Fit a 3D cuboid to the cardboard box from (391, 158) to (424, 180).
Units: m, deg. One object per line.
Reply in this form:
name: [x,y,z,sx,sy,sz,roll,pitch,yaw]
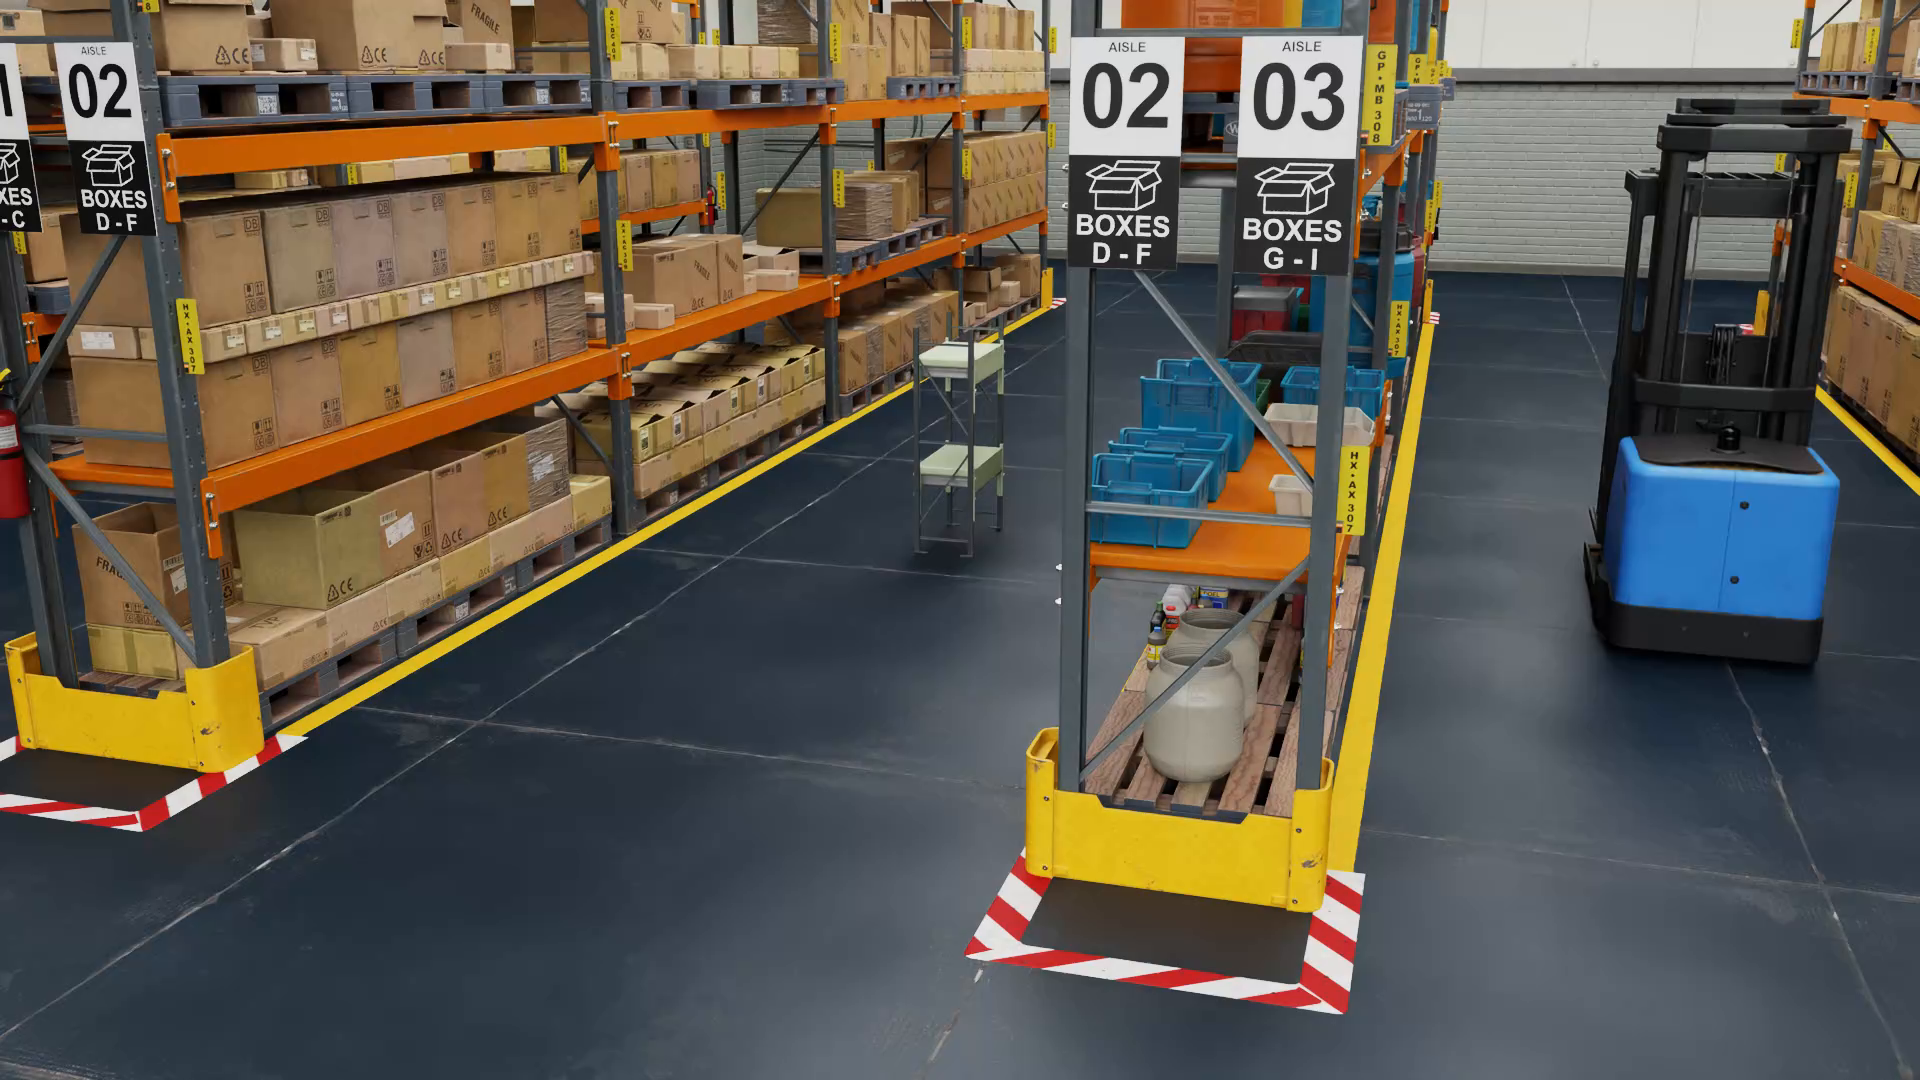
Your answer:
cardboard box: [-5.818,-3.750,16.913,0.500,0.250,0.500,4,16,15]

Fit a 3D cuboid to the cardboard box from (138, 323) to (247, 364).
cardboard box: [-3.551,-0.919,7.699,0.380,0.149,0.250,5,16,15]

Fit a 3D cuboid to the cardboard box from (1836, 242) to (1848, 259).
cardboard box: [8.810,-2.827,16.260,0.380,0.149,0.250,5,17,16]

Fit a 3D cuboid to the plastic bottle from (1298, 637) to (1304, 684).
plastic bottle: [1.693,0.563,8.040,0.097,0.271,0.097,0,16,0]

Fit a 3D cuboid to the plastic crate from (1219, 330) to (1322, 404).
plastic crate: [1.745,-0.977,9.391,0.767,0.338,0.504,5,16,16]

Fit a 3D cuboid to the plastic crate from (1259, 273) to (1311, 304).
plastic crate: [2.400,-1.812,12.104,0.402,0.464,0.583,5,16,16]

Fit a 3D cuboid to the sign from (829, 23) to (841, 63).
sign: [-1.066,-4.250,14.228,0.100,0.325,0.005,5,16,16]

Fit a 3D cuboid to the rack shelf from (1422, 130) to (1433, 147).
rack shelf: [3.721,-3.801,15.054,1.077,0.370,4.000,5,16,16]

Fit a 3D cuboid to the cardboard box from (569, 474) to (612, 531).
cardboard box: [-2.655,-0.260,11.019,0.500,0.250,0.500,5,16,16]

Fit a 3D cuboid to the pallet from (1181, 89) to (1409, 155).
pallet: [1.208,-1.649,6.494,1.003,0.211,1.213,5,16,16]

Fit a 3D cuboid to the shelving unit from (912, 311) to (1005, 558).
shelving unit: [-0.002,-0.720,11.119,0.431,1.500,0.755,5,16,16]

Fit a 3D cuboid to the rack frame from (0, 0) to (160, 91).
rack frame: [-3.869,-3.359,6.680,1.000,3.000,0.127,5,16,16]

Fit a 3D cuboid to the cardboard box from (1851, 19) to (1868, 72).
cardboard box: [9.360,-4.934,16.595,0.700,0.500,0.500,6,17,19]

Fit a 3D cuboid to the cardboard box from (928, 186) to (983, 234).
cardboard box: [-0.053,-3.772,18.949,0.500,0.500,0.500,5,17,17]

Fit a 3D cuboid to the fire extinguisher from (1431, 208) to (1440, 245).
fire extinguisher: [5.904,-4.061,20.975,0.296,0.674,0.183,5,16,16]

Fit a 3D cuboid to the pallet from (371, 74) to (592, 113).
pallet: [-2.950,-2.694,9.997,1.003,0.211,1.213,5,16,16]

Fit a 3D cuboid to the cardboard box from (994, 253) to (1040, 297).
cardboard box: [0.759,-3.506,21.969,0.500,0.500,0.500,5,16,16]

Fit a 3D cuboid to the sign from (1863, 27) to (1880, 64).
sign: [8.505,-4.615,15.515,0.100,0.325,0.005,5,16,16]

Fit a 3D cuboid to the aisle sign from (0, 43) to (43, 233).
aisle sign: [-4.170,-1.729,7.164,0.394,0.787,0.004,5,16,16]

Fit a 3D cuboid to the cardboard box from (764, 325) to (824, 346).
cardboard box: [-1.555,-1.838,16.086,0.500,0.500,0.500,5,17,18]

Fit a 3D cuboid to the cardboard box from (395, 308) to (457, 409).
cardboard box: [-3.287,-1.047,9.341,0.700,0.500,0.500,5,17,18]

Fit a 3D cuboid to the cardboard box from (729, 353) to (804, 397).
cardboard box: [-1.650,-1.422,14.087,0.500,0.311,0.500,4,16,15]

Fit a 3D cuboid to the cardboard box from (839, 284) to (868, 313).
cardboard box: [-1.256,-2.481,16.981,0.500,0.250,0.500,4,16,15]

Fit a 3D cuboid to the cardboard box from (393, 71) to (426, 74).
cardboard box: [-5.994,-5.069,17.218,0.700,0.500,0.500,6,17,19]

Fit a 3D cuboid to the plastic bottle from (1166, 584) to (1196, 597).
plastic bottle: [1.161,0.317,8.763,0.144,0.351,0.185,5,17,18]

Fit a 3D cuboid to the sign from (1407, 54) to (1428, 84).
sign: [2.540,-2.536,9.259,0.100,0.325,0.005,5,16,16]

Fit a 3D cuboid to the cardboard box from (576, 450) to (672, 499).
cardboard box: [-2.380,-0.485,11.810,0.500,0.250,0.500,4,16,15]

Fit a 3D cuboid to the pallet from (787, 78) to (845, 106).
pallet: [-1.703,-3.733,13.844,1.213,0.211,1.003,5,17,18]

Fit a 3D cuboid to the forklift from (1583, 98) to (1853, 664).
forklift: [4.466,-1.118,9.898,1.130,2.935,3.031,5,17,16]

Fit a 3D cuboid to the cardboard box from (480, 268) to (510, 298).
cardboard box: [-2.895,-1.525,9.838,0.380,0.149,0.250,5,16,16]

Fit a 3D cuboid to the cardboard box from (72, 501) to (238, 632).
cardboard box: [-4.002,0.124,8.290,0.500,0.500,0.500,5,16,16]

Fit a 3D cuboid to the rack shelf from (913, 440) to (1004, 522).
rack shelf: [-0.002,-0.406,11.208,0.431,0.370,0.720,5,16,16]

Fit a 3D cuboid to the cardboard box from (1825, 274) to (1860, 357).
cardboard box: [9.302,-2.189,16.675,0.875,0.875,0.875,5,16,16]

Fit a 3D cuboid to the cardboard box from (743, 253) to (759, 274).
cardboard box: [-2.036,-2.304,14.118,0.500,0.311,0.500,4,16,15]

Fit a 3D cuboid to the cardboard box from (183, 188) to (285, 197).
cardboard box: [-6.603,-2.936,15.196,0.700,0.500,0.500,3,16,11]

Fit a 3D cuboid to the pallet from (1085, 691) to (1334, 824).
pallet: [1.091,1.018,7.352,1.003,0.211,1.213,5,16,16]

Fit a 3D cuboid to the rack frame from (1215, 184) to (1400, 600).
rack frame: [2.015,-1.134,9.830,1.000,3.000,0.127,5,16,16]

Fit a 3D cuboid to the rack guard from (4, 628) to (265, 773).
rack guard: [-3.876,0.736,7.818,1.175,0.500,0.348,5,16,16]

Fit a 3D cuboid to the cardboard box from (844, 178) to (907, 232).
cardboard box: [-0.902,-3.395,16.850,0.700,0.500,0.500,1,16,2]

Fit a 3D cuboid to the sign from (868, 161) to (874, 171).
sign: [-0.982,-4.069,18.590,0.100,0.325,0.005,5,16,16]

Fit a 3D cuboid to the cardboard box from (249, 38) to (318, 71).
cardboard box: [-3.366,-2.358,8.084,0.380,0.149,0.250,5,16,16]

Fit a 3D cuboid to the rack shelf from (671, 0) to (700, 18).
rack shelf: [-4.641,-6.866,21.097,1.077,0.370,4.000,5,16,16]

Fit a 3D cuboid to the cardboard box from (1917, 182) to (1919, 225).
cardboard box: [8.496,-2.863,13.906,0.797,0.503,0.637,5,17,18]

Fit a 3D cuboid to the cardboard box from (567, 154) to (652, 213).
cardboard box: [-4.630,-4.662,21.719,0.980,0.700,0.700,4,16,13]

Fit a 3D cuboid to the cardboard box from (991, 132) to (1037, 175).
cardboard box: [0.672,-4.918,21.155,0.500,0.500,0.500,5,17,17]

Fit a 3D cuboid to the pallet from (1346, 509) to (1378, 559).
pallet: [2.201,-0.001,10.946,1.003,0.211,1.213,5,16,16]

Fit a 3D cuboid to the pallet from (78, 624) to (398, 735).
pallet: [-3.692,0.666,8.596,1.003,0.211,1.213,5,16,16]

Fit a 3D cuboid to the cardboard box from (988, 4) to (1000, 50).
cardboard box: [0.057,-5.966,19.352,0.700,0.500,0.500,5,16,16]

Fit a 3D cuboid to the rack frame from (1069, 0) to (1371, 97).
rack frame: [0.879,-2.974,5.322,1.000,3.000,0.127,5,16,16]

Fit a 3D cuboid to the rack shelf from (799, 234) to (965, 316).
rack shelf: [-1.027,-2.743,16.821,1.077,0.370,4.000,5,16,16]

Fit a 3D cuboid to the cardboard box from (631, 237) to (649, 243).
cardboard box: [-4.475,-4.078,22.832,0.380,0.149,0.250,5,16,16]

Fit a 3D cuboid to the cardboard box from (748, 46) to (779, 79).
cardboard box: [-1.802,-3.877,13.509,0.500,0.250,0.500,5,17,17]

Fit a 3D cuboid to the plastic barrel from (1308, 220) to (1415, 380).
plastic barrel: [2.416,-1.453,10.036,0.600,0.901,0.708,5,16,16]

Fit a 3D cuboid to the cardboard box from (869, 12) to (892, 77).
cardboard box: [-1.049,-4.878,16.398,0.600,0.600,0.600,4,16,14]

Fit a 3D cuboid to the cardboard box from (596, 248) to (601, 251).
cardboard box: [-4.478,-3.707,21.523,0.380,0.149,0.250,4,16,14]

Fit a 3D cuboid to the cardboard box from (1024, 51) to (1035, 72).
cardboard box: [0.634,-5.985,20.795,0.500,0.250,0.500,5,16,16]
